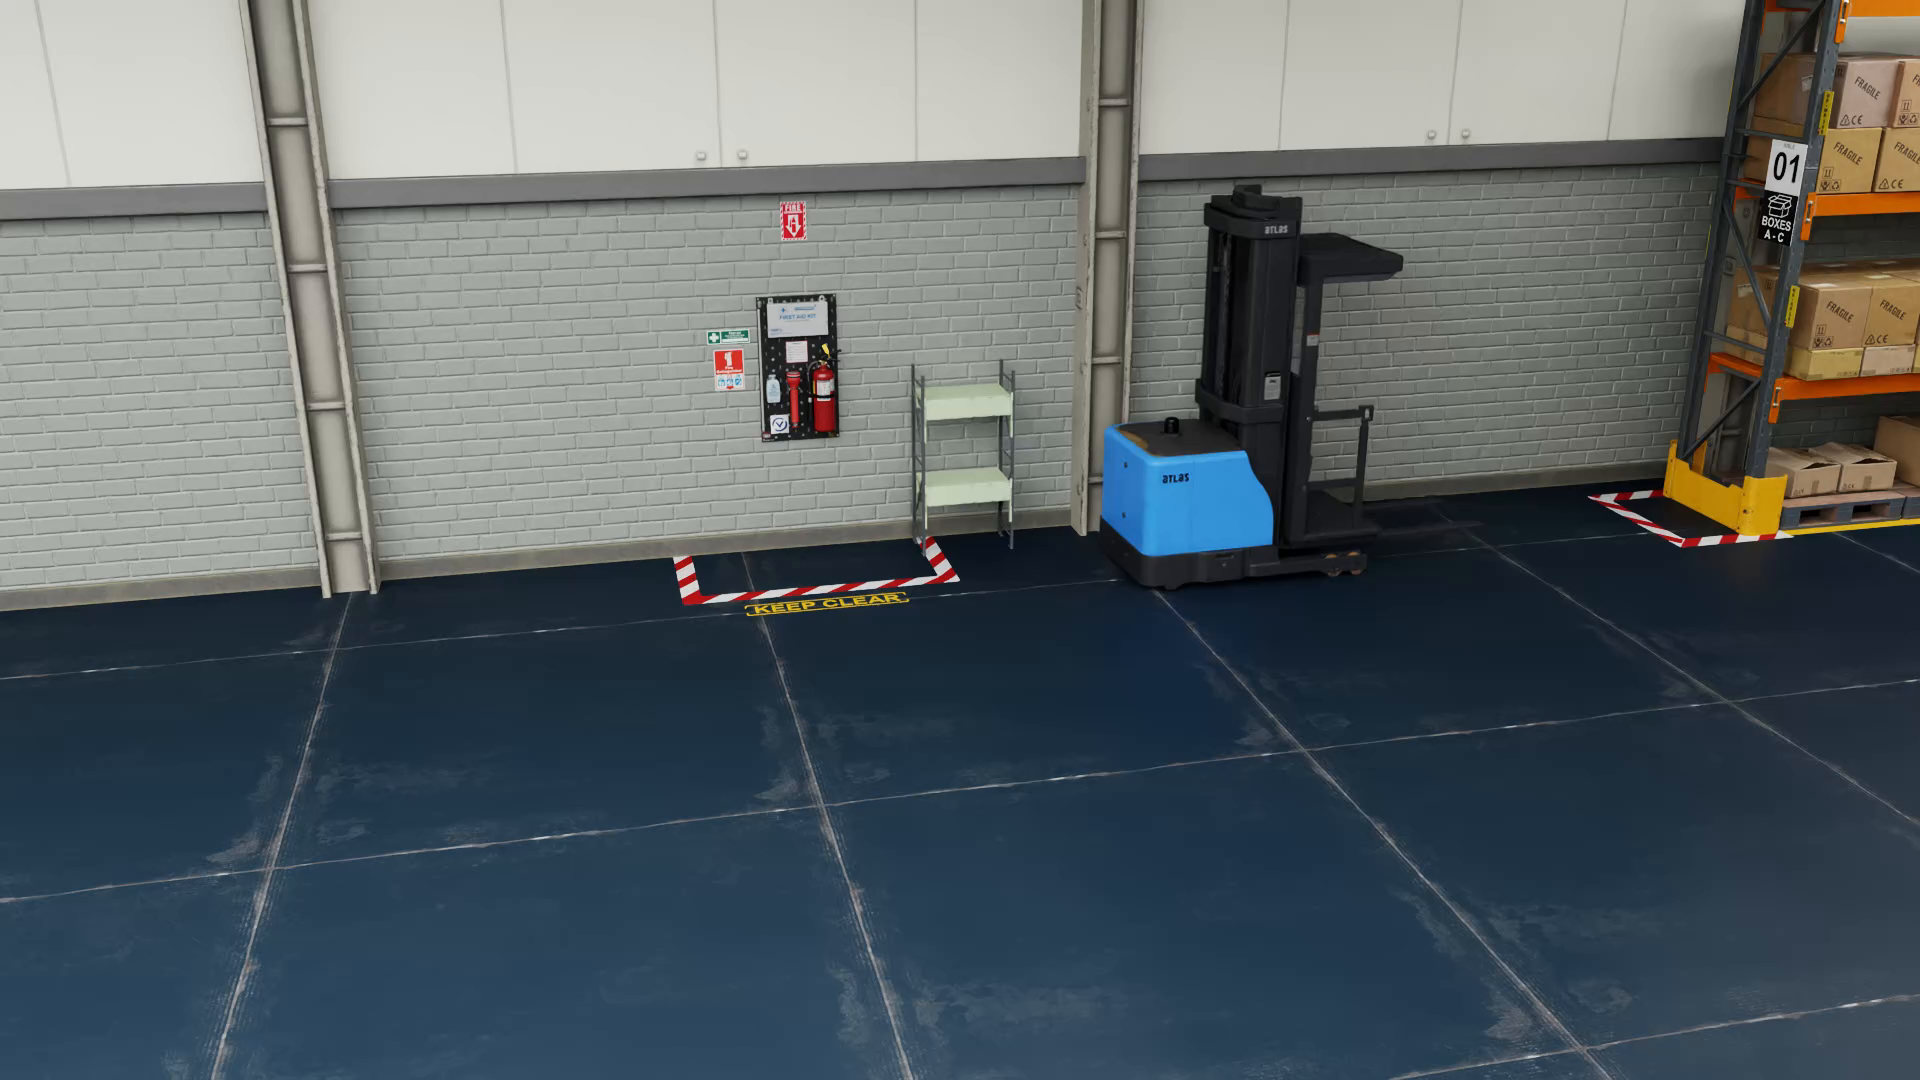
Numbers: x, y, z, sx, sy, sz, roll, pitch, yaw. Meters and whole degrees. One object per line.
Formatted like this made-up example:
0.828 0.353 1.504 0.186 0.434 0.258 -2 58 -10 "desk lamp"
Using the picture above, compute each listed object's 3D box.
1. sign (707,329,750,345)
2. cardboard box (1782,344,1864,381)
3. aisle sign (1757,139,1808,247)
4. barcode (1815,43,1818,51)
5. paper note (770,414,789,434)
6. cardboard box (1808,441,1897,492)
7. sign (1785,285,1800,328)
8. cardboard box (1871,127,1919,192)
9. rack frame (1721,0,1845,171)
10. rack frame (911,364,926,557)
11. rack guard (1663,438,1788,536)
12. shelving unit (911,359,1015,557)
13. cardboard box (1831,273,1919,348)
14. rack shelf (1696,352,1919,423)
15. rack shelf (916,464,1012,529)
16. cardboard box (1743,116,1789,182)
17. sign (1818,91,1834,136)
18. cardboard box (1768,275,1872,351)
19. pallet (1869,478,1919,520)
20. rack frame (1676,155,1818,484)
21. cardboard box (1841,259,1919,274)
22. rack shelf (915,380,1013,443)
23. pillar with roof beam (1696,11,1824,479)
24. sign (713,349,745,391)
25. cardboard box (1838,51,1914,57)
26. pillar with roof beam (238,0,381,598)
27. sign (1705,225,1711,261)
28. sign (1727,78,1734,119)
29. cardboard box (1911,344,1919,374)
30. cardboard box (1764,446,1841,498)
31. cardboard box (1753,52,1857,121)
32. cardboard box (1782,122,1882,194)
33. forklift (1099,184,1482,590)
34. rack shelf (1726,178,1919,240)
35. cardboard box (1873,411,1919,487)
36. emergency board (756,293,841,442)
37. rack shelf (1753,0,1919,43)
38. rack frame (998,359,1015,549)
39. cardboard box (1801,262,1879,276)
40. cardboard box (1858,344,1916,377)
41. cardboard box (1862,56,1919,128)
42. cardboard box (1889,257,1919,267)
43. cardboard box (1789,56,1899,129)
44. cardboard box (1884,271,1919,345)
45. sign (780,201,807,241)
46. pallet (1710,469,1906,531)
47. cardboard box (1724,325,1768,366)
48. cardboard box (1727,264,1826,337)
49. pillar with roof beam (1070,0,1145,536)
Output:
-1.804 -1.582 12.949 0.331 0.109 0.001 -5 21 -12 "sign"
7.070 -1.512 13.770 0.500 0.250 0.500 -5 21 -14 "cardboard box"
6.521 -2.755 13.195 0.004 0.787 0.394 -5 21 -12 "aisle sign"
7.098 -4.071 13.734 0.075 0.075 0.001 -5 21 -12 "barcode"
-1.437 -0.923 13.255 0.142 0.148 0.016 -5 21 -12 "paper note"
7.770 -0.654 14.510 0.500 0.311 0.500 -3 20 -8 "cardboard box"
6.647 -1.865 13.288 0.005 0.325 0.100 -5 21 -12 "sign"
7.435 -3.079 13.323 0.500 0.500 0.500 -3 20 -9 "cardboard box"
6.522 -4.458 12.900 0.127 3.000 1.000 -5 21 -12 "rack frame"
-0.333 -0.637 13.372 0.023 1.500 0.400 -5 21 -13 "rack frame"
6.596 -0.473 14.379 0.348 0.500 1.175 -5 21 -12 "rack guard"
0.022 -0.667 13.454 0.755 1.500 0.431 -5 21 -13 "shelving unit"
7.539 -1.905 13.752 0.500 0.500 0.500 -5 21 -12 "cardboard box"
8.468 -1.461 14.488 4.000 0.370 1.077 -5 21 -12 "rack shelf"
0.022 -0.361 13.566 0.720 0.370 0.431 -5 21 -13 "rack shelf"
6.869 -3.223 13.717 0.500 0.500 0.500 -3 20 -9 "cardboard box"
6.647 -3.278 12.770 0.005 0.325 0.100 -5 21 -12 "sign"
7.055 -1.869 13.654 0.500 0.500 0.500 -5 21 -12 "cardboard box"
8.579 -0.485 14.832 1.213 0.211 1.003 -5 21 -12 "pallet"
6.522 -1.641 13.932 0.127 3.000 1.000 -5 21 -12 "rack frame"
7.926 -2.119 14.337 0.500 0.500 0.500 -5 21 -14 "cardboard box"
0.022 -1.033 13.320 0.720 0.370 0.431 -5 21 -13 "rack shelf"
7.994 -3.361 9.908 0.400 9.000 9.100 -5 21 -12 "pillar with roof beam"
-1.811 -1.335 13.047 0.234 0.329 0.001 -5 21 -12 "sign"
7.409 -3.743 13.684 0.500 0.500 0.500 -3 20 -9 "cardboard box"
-3.684 -2.412 7.315 0.400 9.000 9.100 -5 21 -12 "pillar with roof beam"
6.413 -2.520 14.190 0.005 0.325 0.100 -5 21 -12 "sign"
6.413 -3.652 13.776 0.005 0.325 0.100 -5 21 -12 "sign"
8.069 -1.596 14.000 0.500 0.250 0.500 -5 21 -13 "cardboard box"
7.216 -0.609 14.386 0.500 0.311 0.500 -7 21 -19 "cardboard box"
6.881 -3.697 13.556 0.500 0.500 0.500 -4 20 -10 "cardboard box"
6.905 -3.048 13.239 0.500 0.500 0.500 -4 21 -11 "cardboard box"
2.703 -1.263 13.002 3.031 2.935 1.130 -6 21 -15 "forklift"
8.468 -2.870 13.972 4.000 0.370 1.077 -5 21 -12 "rack shelf"
8.496 -0.785 14.590 0.500 0.500 0.700 -6 21 -16 "cardboard box"
-1.249 -1.328 13.078 0.643 1.169 0.194 -5 21 -12 "emergency board"
8.468 -4.276 13.457 4.000 0.370 1.077 -5 21 -12 "rack shelf"
0.378 -0.697 13.536 0.023 1.500 0.400 -5 21 -13 "rack frame"
7.424 -2.077 14.222 0.500 0.500 0.500 -4 21 -12 "cardboard box"
7.572 -1.558 13.895 0.500 0.250 0.500 -5 21 -14 "cardboard box"
7.452 -3.547 13.147 0.500 0.500 0.500 -5 21 -13 "cardboard box"
8.416 -2.159 14.446 0.500 0.500 0.500 -4 21 -12 "cardboard box"
6.952 -3.524 13.085 0.500 0.500 0.500 -6 21 -16 "cardboard box"
8.043 -1.943 13.858 0.500 0.500 0.500 -5 21 -14 "cardboard box"
-1.280 -2.449 12.769 0.199 0.298 0.001 -5 21 -12 "sign"
7.394 -0.390 14.572 1.213 0.211 1.003 -5 21 -12 "pallet"
6.932 -1.681 14.233 0.500 0.250 0.500 -4 21 -12 "cardboard box"
6.931 -2.040 14.122 0.500 0.500 0.500 -5 21 -13 "cardboard box"
2.155 -2.887 8.612 0.400 9.000 9.100 -5 21 -12 "pillar with roof beam"
